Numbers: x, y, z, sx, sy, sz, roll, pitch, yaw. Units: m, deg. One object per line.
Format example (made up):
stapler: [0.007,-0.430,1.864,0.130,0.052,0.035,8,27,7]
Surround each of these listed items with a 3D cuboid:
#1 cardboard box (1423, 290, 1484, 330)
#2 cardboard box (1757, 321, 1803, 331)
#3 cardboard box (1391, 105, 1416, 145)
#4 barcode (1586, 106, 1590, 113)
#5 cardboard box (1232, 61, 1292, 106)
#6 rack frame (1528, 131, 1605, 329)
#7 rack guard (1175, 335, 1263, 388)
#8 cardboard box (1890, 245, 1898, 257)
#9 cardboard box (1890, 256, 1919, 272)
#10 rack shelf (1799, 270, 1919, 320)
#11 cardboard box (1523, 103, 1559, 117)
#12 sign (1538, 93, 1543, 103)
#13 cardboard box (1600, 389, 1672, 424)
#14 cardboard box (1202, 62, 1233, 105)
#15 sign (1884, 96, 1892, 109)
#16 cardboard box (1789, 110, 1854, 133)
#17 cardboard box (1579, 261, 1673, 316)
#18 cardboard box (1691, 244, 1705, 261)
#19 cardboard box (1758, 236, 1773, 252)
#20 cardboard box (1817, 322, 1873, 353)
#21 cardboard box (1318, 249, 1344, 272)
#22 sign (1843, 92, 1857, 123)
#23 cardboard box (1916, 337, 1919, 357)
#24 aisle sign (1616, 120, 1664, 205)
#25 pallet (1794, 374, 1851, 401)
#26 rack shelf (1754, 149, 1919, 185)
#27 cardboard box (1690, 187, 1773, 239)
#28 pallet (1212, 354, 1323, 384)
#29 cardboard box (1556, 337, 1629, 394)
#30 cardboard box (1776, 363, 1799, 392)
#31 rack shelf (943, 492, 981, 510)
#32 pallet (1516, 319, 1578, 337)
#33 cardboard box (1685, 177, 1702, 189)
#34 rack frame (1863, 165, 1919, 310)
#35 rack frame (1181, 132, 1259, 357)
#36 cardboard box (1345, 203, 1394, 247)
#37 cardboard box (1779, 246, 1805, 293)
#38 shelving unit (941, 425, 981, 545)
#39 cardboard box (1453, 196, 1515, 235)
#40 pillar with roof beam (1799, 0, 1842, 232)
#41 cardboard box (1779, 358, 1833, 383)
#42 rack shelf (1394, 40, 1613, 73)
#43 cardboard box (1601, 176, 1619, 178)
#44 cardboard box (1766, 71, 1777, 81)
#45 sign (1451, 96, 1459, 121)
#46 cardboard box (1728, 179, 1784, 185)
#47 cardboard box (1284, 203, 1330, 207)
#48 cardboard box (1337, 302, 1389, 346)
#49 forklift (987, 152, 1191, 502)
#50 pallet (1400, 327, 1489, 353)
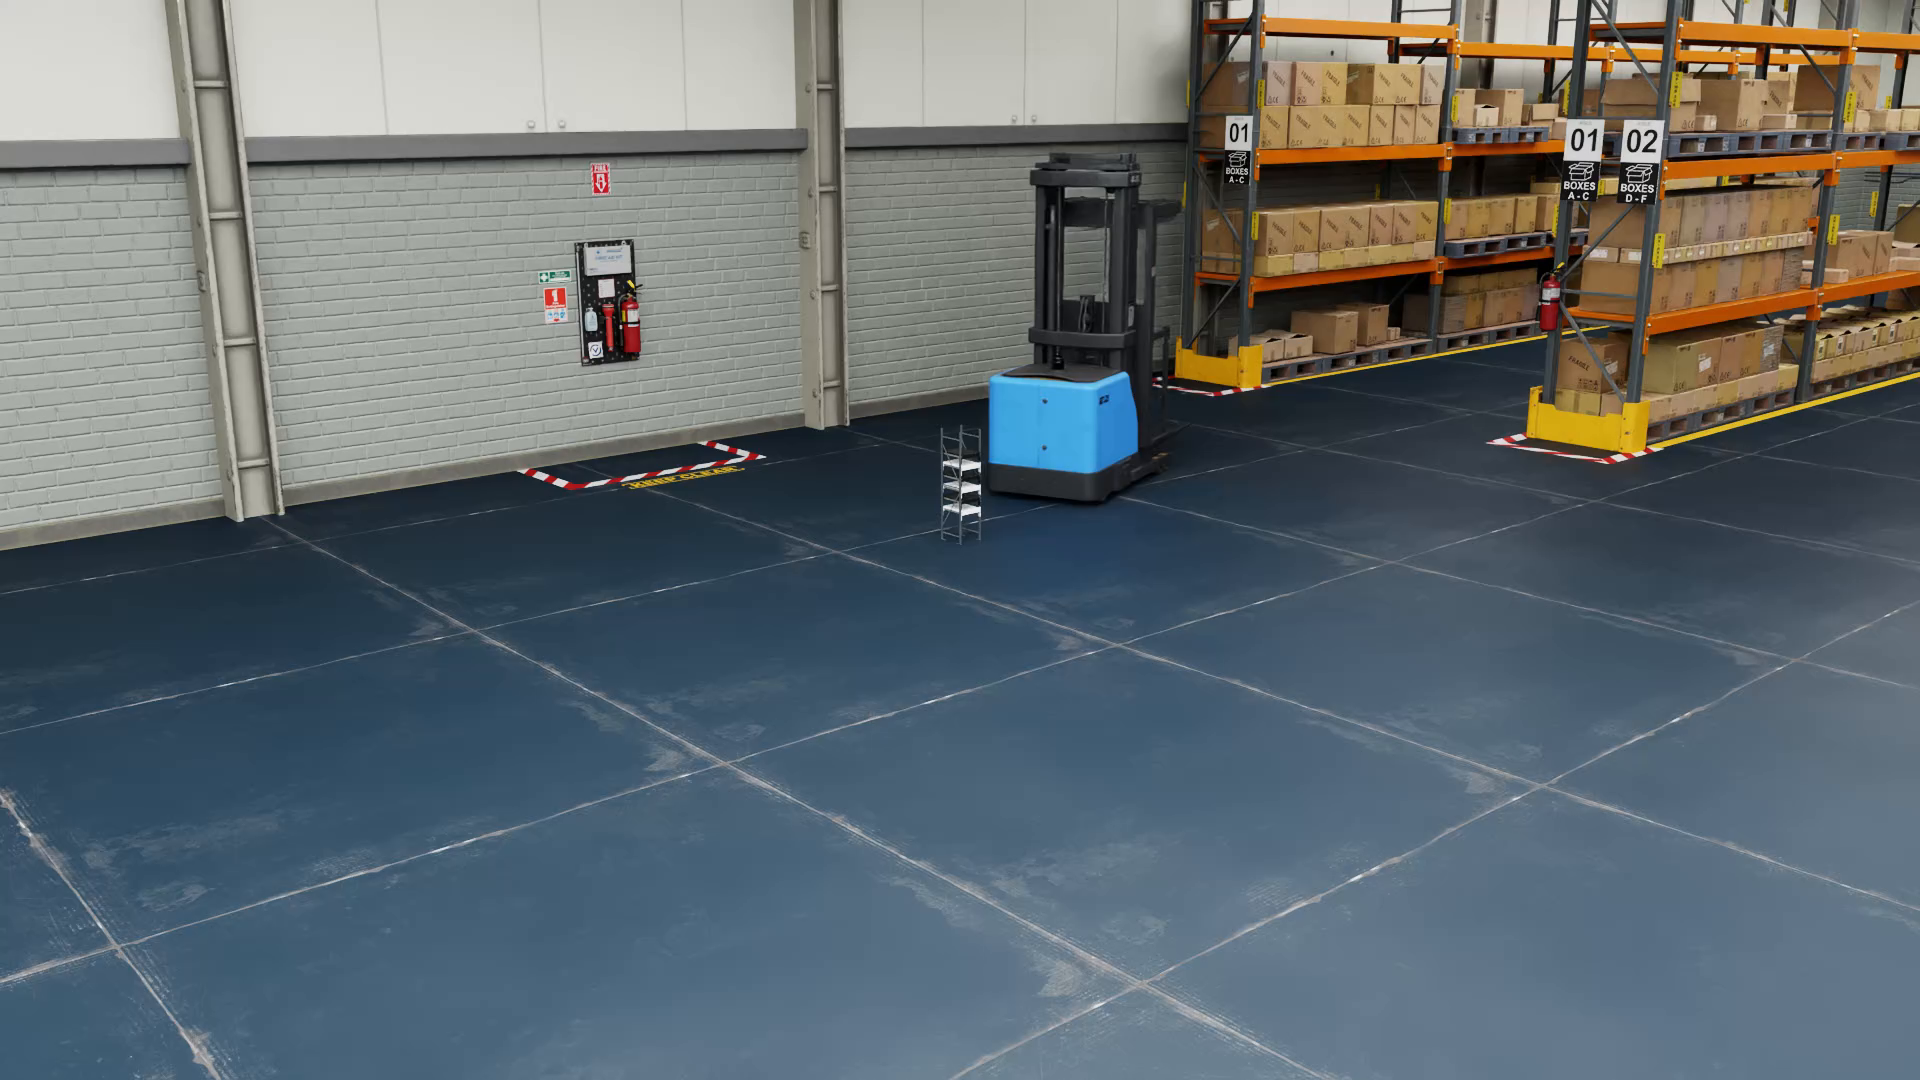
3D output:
cardboard box: [7.053,-3.317,23.848,0.500,0.500,0.700,-13,20,-40]
cardboard box: [9.912,-2.483,20.160,0.500,0.311,0.500,-12,19,-38]
cardboard box: [5.543,-5.378,21.525,0.500,0.500,0.500,14,20,42]
barcode: [6.300,-4.321,16.676,0.075,0.075,0.001,-13,19,-39]
cardboard box: [3.585,-5.418,19.738,0.500,0.500,0.500,14,21,43]
rack frame: [9.170,-4.765,25.276,0.127,3.000,1.000,-13,19,-39]
rack guard: [3.192,-2.215,20.573,0.348,0.500,1.175,-13,19,-39]
cardboard box: [11.622,-3.644,21.254,0.500,0.311,0.500,-13,20,-40]
cardboard box: [11.927,-3.474,20.929,0.250,0.149,0.380,-13,19,-39]
rack shelf: [10.915,-3.115,20.493,4.000,0.370,1.077,-13,19,-39]
cardboard box: [8.475,-6.195,24.585,0.500,0.500,0.500,-13,19,-39]
sign: [8.811,-6.612,25.222,0.005,0.325,0.100,-13,19,-39]
cardboard box: [6.940,-1.368,17.073,0.500,0.250,0.500,-13,19,-39]
cardboard box: [3.288,-5.524,20.135,0.500,0.500,0.500,-12,19,-37]
sign: [12.070,-5.606,21.611,0.005,0.325,0.100,-13,19,-39]
cardboard box: [9.878,-4.806,19.093,0.500,0.250,0.500,-10,18,-34]
cardboard box: [6.750,-2.571,16.868,0.500,0.500,0.700,-13,19,-39]
cardboard box: [7.405,-2.962,17.075,0.250,0.149,0.380,-13,20,-40]
cardboard box: [8.573,-3.225,18.062,0.250,0.149,0.380,-13,20,-40]
cardboard box: [10.653,-2.462,20.083,0.500,0.311,0.500,-14,20,-41]
cardboard box: [4.482,-3.544,20.956,0.500,0.250,0.500,-13,20,-40]
sign: [9.772,-4.753,18.264,0.005,0.325,0.100,-13,19,-39]
cardboard box: [12.187,-2.539,21.457,0.500,0.250,0.500,-12,19,-38]
aisle sign: [6.541,-3.631,15.994,0.004,0.787,0.394,-13,19,-39]
pallet: [9.937,-1.909,19.987,1.213,0.211,1.003,-13,19,-39]
rack shelf: [10.915,-4.564,20.106,4.000,0.370,1.077,-13,19,-39]
cardboard box: [8.317,-3.552,18.027,0.500,0.500,0.700,-13,20,-39]
pallet: [3.828,-2.206,21.100,1.213,0.211,1.003,-13,19,-39]
cardboard box: [6.598,-1.832,17.355,0.500,0.500,0.500,-13,19,-39]
cardboard box: [9.200,-1.877,18.979,0.500,0.250,0.500,-13,19,-39]
rack shelf: [0.006,-0.317,13.171,0.200,0.077,0.258,-13,20,-39]
pallet: [8.579,-3.286,25.142,1.213,0.211,1.003,-13,19,-39]
cardboard box: [11.611,-5.793,26.862,0.500,0.250,0.500,-12,19,-38]
rack frame: [12.424,-3.801,21.668,0.127,3.000,1.000,-13,19,-39]
rack frame: [3.135,-3.410,20.203,0.127,3.000,1.000,-13,19,-39]
cardboard box: [5.239,-4.078,21.502,0.500,0.500,0.500,-13,20,-41]
cardboard box: [9.076,-3.095,18.832,0.500,0.500,0.700,-13,20,-41]
shelving unit: [0.006,-0.436,13.139,0.210,0.900,0.258,-13,20,-39]
cardboard box: [7.461,-4.639,23.757,0.500,0.500,0.700,-10,18,-32]
pillar with roof beam: [19.500,-8.806,28.781,0.400,9.000,9.100,-13,19,-39]
cardboard box: [9.874,-2.018,19.507,0.500,0.250,0.500,-13,20,-41]
rack shelf: [7.661,-6.784,23.378,4.000,0.370,1.077,-13,19,-39]
cardboard box: [10.086,-5.447,25.567,0.500,0.250,0.500,-13,20,-40]
cardboard box: [13.293,-7.587,27.860,0.500,0.500,0.500,-13,20,-40]
sign: [6.514,-5.682,21.895,0.005,0.325,0.100,-13,19,-39]
cardboard box: [13.704,-5.924,29.034,0.700,0.700,0.980,-14,20,-42]
cardboard box: [4.504,-4.088,21.539,0.500,0.500,0.500,-12,19,-39]
cardboard box: [5.395,-2.909,22.318,0.500,0.500,0.500,14,21,43]
forklift: [1.354,-2.080,15.356,1.130,2.935,3.031,7,17,26]
pallet: [6.738,-2.872,23.594,1.213,0.211,1.003,-13,19,-39]
